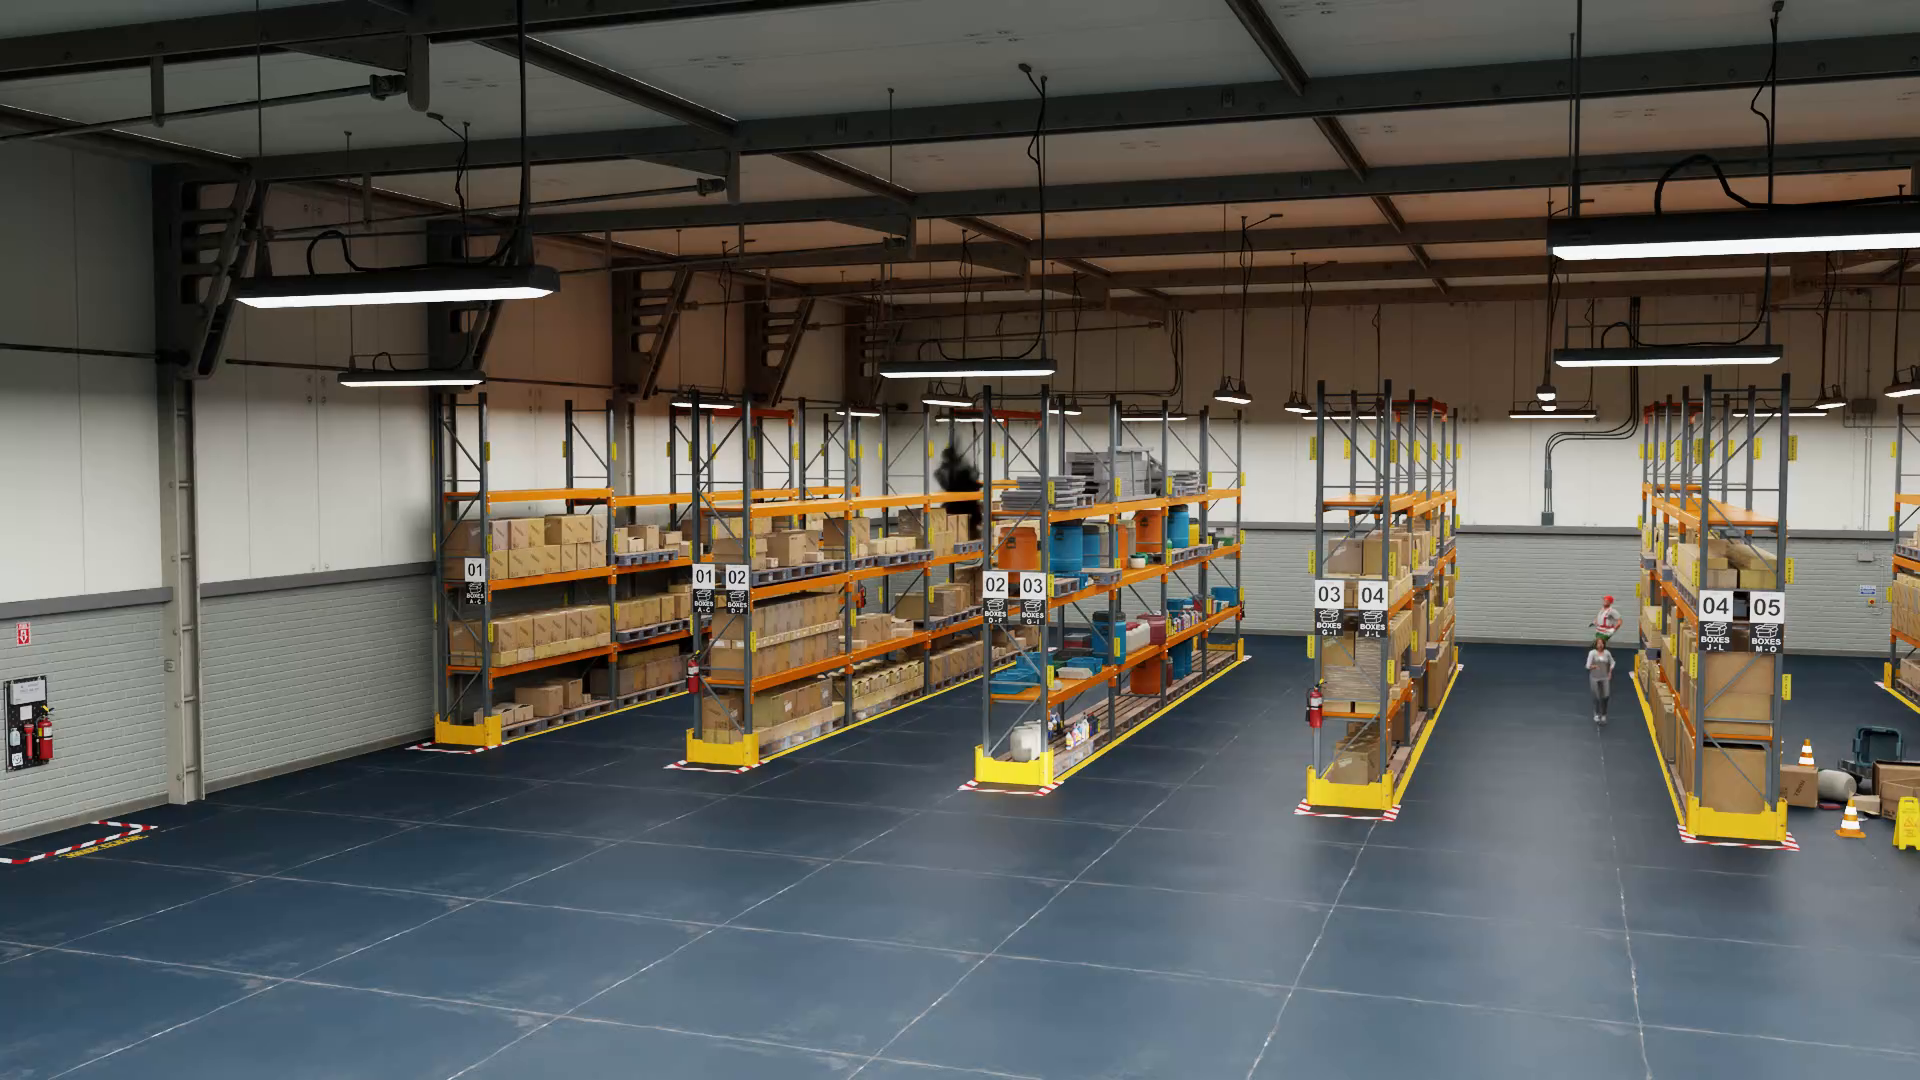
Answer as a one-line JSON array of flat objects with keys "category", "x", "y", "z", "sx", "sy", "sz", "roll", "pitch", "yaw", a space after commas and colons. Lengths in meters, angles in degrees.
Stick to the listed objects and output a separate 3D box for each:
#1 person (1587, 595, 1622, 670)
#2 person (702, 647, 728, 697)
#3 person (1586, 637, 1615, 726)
[{"category": "person", "x": 14.569, "y": 2.119, "z": 37.670, "sx": 0.589, "sy": 1.747, "sz": 0.736, "roll": 0, "pitch": 3, "yaw": -8}, {"category": "person", "x": -4.319, "y": 2.525, "z": 29.725, "sx": 0.718, "sy": 1.764, "sz": 1.024, "roll": 1, "pitch": 3, "yaw": 13}, {"category": "person", "x": 11.723, "y": 2.587, "z": 30.424, "sx": 0.515, "sy": 1.604, "sz": 0.625, "roll": 1, "pitch": 3, "yaw": 16}]
